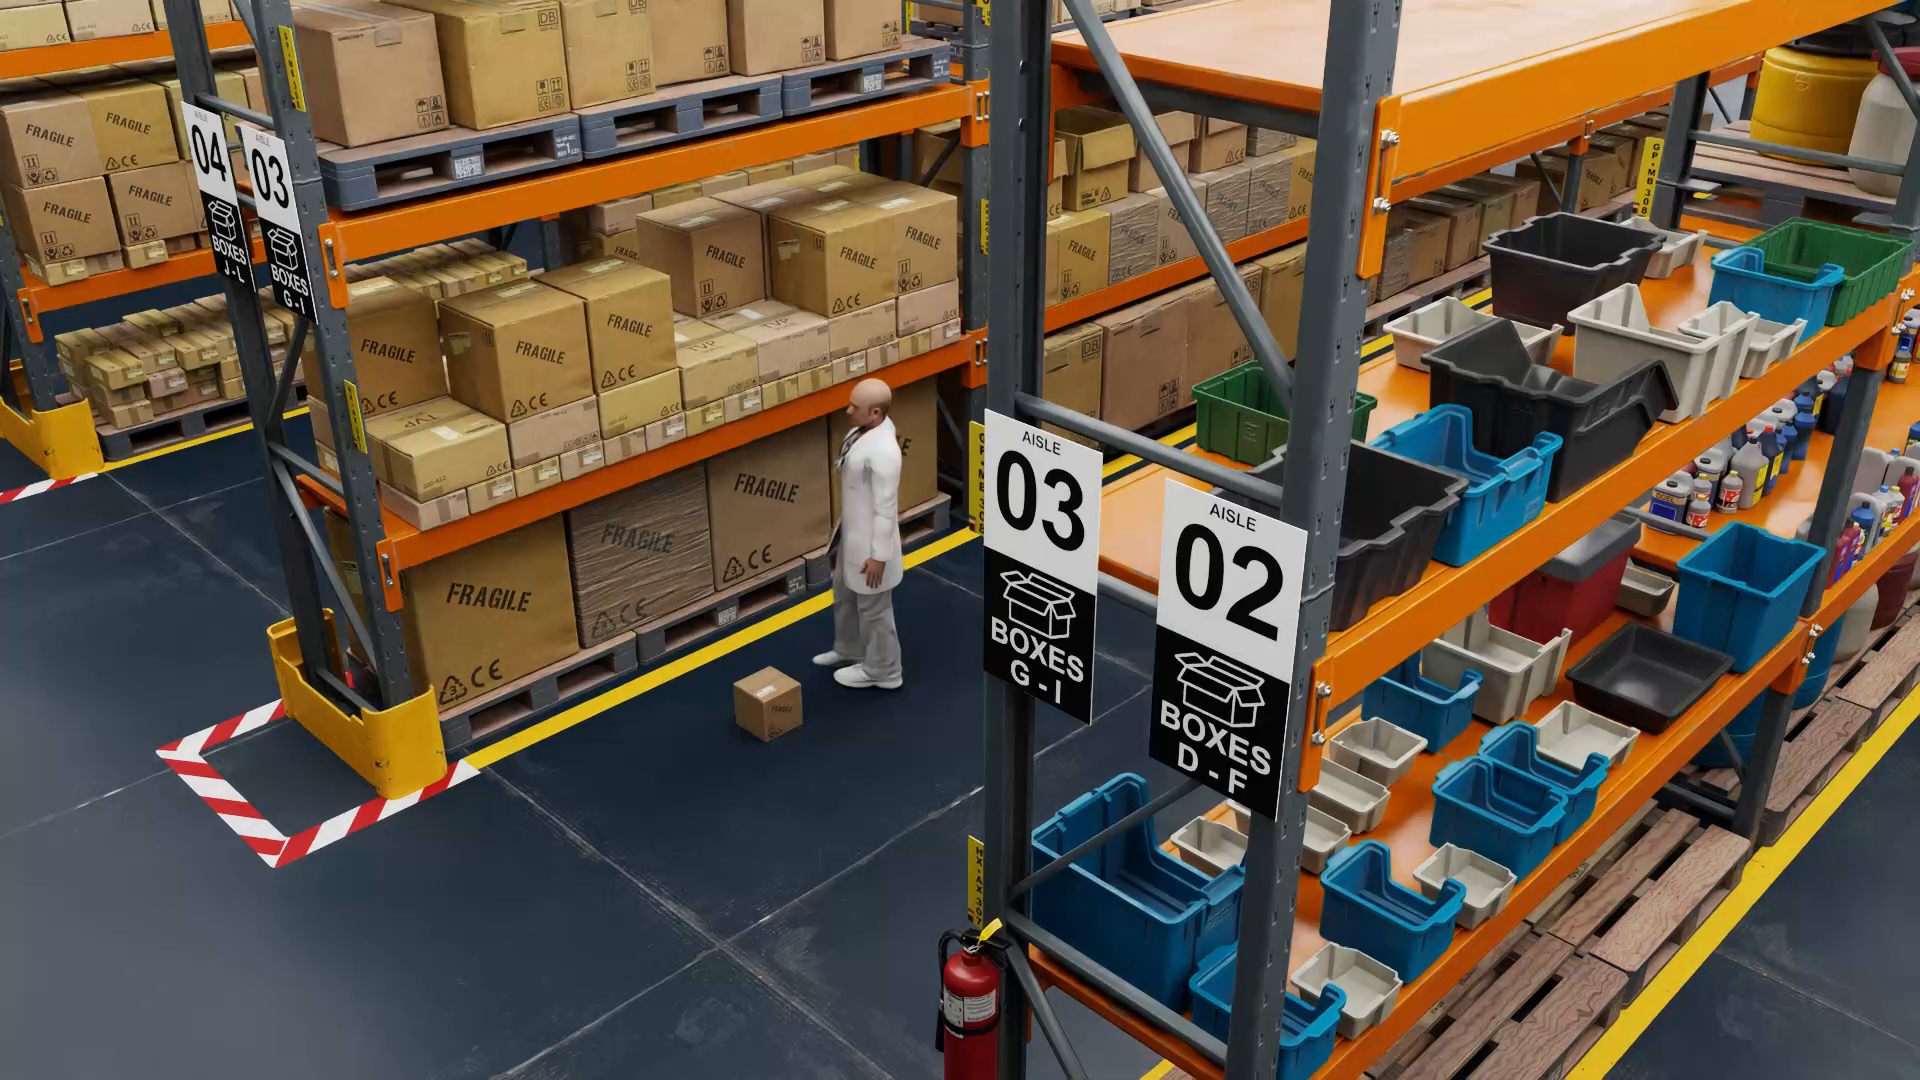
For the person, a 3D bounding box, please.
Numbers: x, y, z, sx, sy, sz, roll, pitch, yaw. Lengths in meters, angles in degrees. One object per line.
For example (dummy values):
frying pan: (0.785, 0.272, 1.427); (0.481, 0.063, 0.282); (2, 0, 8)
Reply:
person: (-0.544, 0.003, 8.654); (0.481, 1.820, 0.636); (-4, 28, -8)
